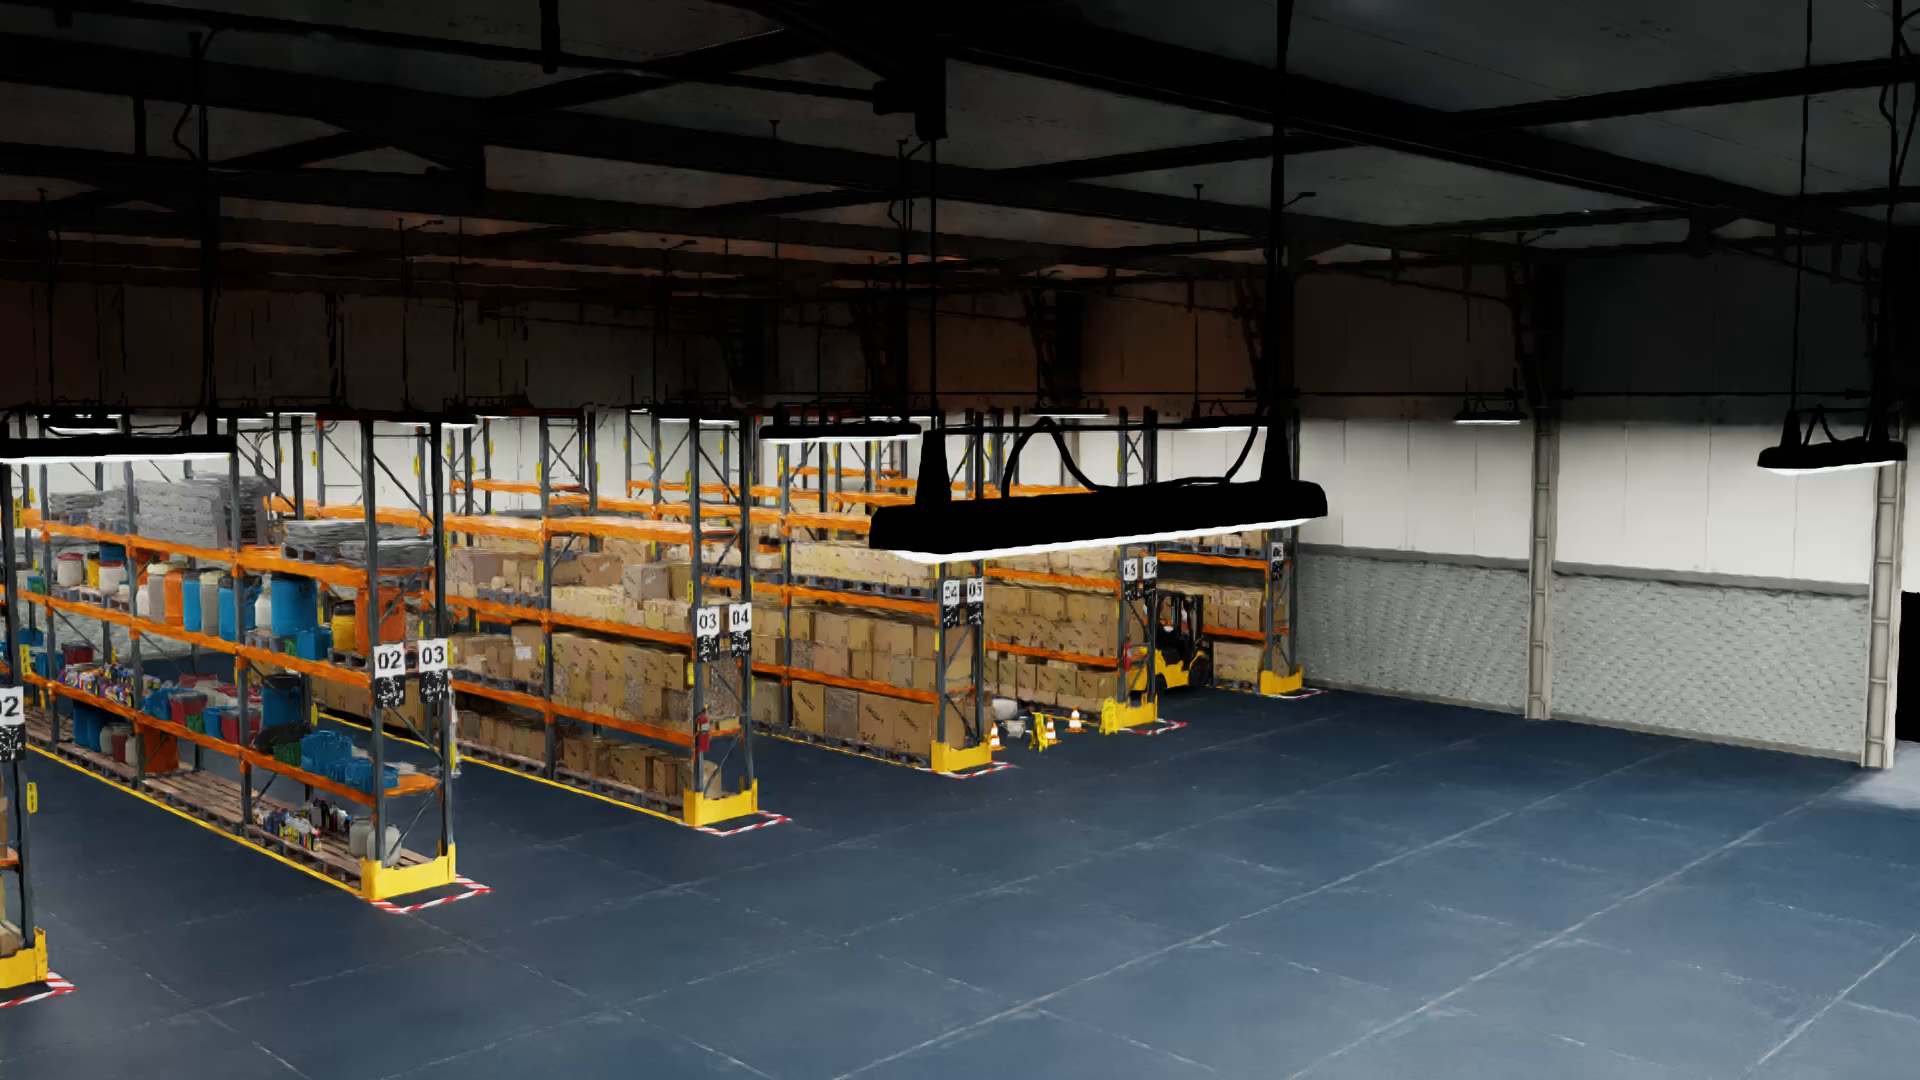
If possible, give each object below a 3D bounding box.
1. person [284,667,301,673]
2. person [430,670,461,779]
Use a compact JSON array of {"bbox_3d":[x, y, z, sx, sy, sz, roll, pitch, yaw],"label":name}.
[{"bbox_3d":[-12.433,2.738,31.034,0.532,1.667,0.569,-1,5,-16],"label":"person"},{"bbox_3d":[-8.457,3.011,27.255,0.489,1.787,0.608,-1,5,-16],"label":"person"}]
